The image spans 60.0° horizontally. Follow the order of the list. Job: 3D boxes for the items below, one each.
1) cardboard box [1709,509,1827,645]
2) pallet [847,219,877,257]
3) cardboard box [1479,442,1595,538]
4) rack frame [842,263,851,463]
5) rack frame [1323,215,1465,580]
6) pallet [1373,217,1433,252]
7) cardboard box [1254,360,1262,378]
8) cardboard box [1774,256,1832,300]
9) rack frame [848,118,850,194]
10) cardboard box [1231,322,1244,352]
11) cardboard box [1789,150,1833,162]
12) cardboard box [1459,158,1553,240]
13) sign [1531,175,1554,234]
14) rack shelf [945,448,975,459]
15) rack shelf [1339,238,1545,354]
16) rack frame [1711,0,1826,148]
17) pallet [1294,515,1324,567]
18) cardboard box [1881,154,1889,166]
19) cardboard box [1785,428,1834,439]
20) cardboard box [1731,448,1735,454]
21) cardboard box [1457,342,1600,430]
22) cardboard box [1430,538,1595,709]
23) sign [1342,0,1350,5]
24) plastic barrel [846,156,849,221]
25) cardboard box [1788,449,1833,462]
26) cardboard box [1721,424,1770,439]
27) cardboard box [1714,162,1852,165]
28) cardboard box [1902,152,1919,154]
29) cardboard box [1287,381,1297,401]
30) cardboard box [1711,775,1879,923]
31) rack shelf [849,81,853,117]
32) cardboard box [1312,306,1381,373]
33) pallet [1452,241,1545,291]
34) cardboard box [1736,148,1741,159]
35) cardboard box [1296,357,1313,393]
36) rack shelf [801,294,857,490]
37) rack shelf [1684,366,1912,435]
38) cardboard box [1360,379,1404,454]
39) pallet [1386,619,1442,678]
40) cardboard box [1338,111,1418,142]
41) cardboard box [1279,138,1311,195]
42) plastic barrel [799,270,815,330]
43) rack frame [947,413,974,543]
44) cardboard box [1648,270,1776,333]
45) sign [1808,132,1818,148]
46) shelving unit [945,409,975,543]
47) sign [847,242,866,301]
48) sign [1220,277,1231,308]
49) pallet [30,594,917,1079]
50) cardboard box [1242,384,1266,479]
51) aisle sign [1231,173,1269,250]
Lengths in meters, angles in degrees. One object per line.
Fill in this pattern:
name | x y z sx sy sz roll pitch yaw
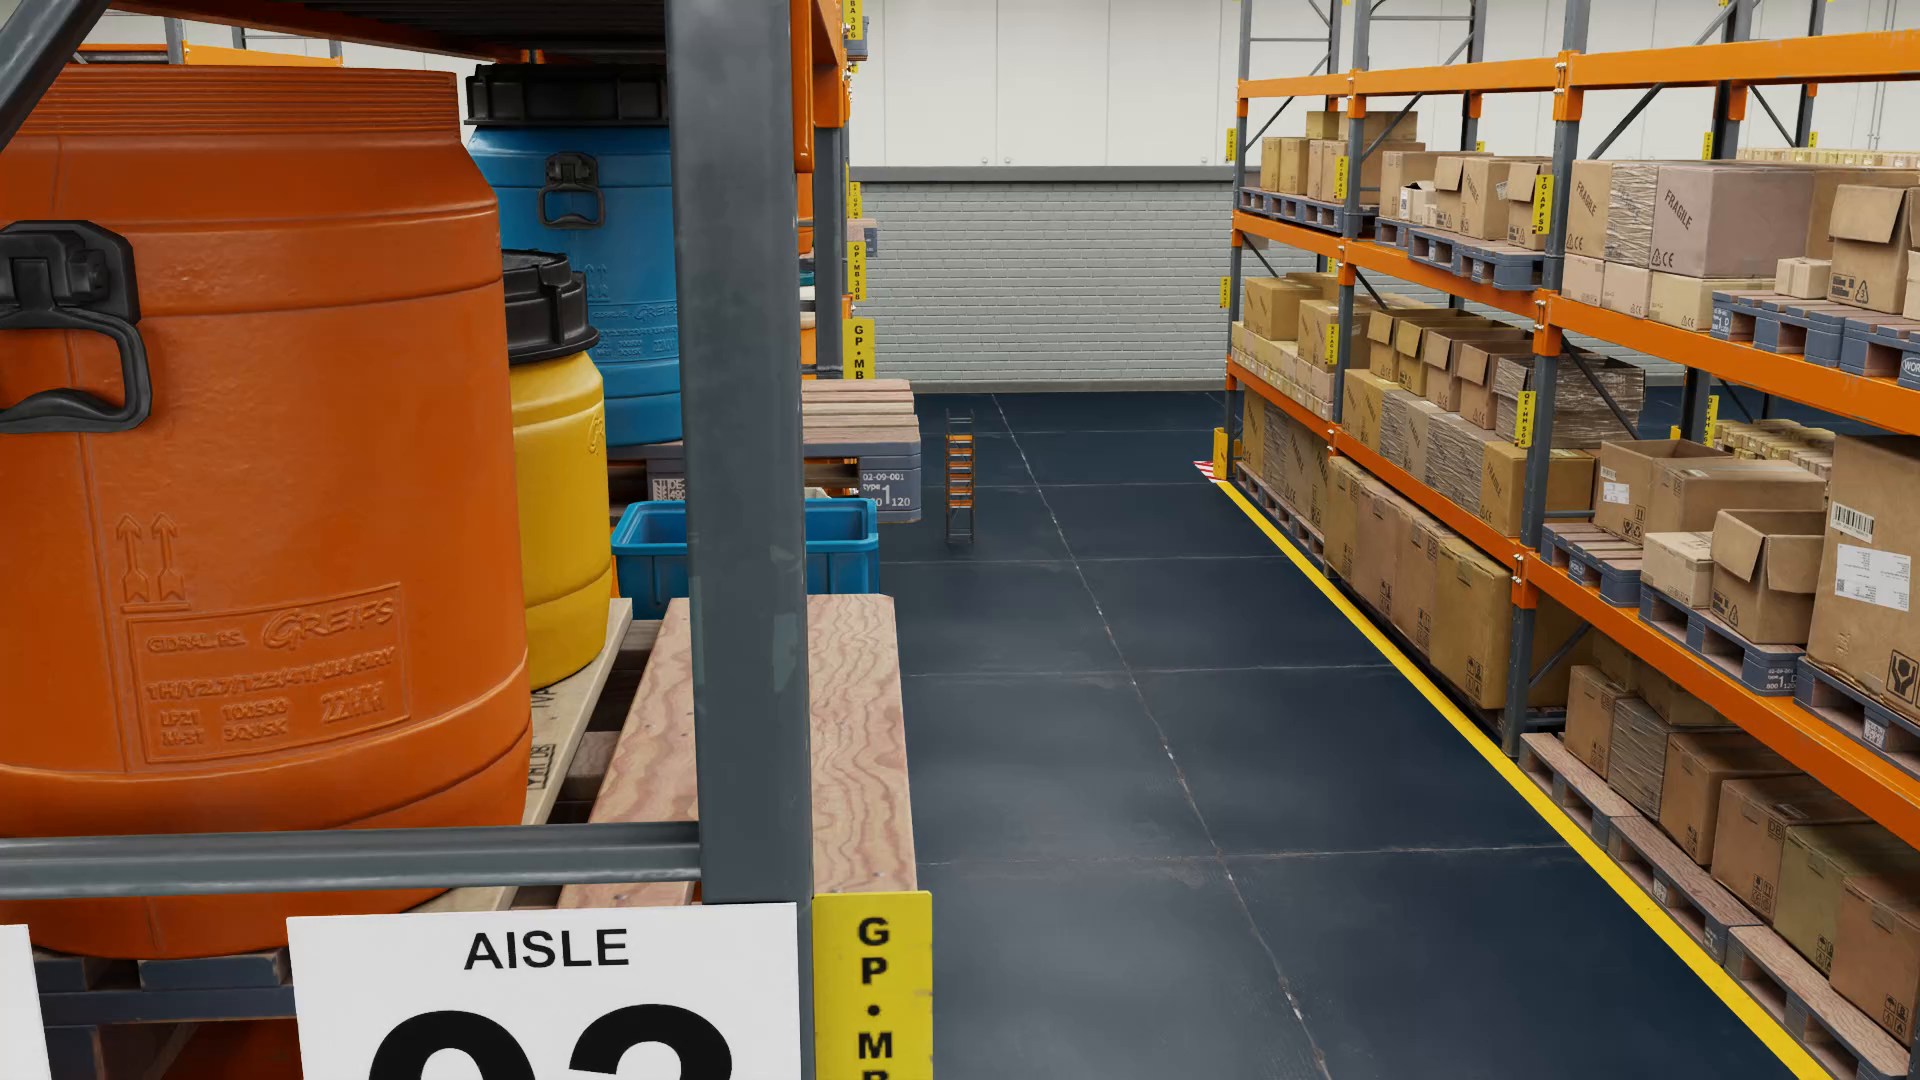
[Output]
cardboard box | 3.873 0.163 7.546 0.797 0.503 0.637 1 14 2
pallet | -1.220 -2.235 12.274 1.213 0.211 1.003 -1 14 -3
cardboard box | 3.547 -0.316 10.257 0.500 0.500 0.500 0 14 -2
rack frame | -1.119 -0.072 9.510 1.000 3.000 0.127 -1 14 -3
rack frame | 3.577 -1.143 13.674 1.000 3.000 0.127 -1 14 -3
pallet | 3.683 -2.276 12.440 0.805 0.209 1.217 -1 15 -6
cardboard box | 3.087 -1.667 16.215 0.380 0.149 0.250 -1 14 -5
cardboard box | 3.857 -1.161 7.350 0.380 0.166 0.250 -1 14 -5
rack frame | -1.614 -4.967 16.495 1.000 3.000 0.127 -1 14 -3
cardboard box | 3.089 -2.086 17.041 0.500 0.250 0.500 -1 14 -5
cardboard box | 8.078 -3.598 15.693 0.380 0.149 0.250 0 14 -2
cardboard box | 3.574 -2.217 10.783 0.500 0.500 0.500 0 14 0
sign | 3.270 -1.883 9.334 0.100 0.325 0.005 -1 14 -3
rack shelf | 0.001 -0.767 15.038 0.258 0.103 0.180 -1 14 -3
rack shelf | 3.701 -1.750 11.456 1.077 0.370 4.000 -1 14 -3
rack frame | 8.286 -5.095 16.992 1.000 3.000 0.127 -1 14 -3
pallet | 3.608 0.017 14.761 1.003 0.211 1.213 -1 14 -3
cardboard box | 8.259 -3.276 14.442 0.380 0.149 0.250 0 14 -1
cardboard box | 8.673 -1.047 16.983 0.380 0.149 0.250 -1 14 -5
cardboard box | 8.126 -0.893 16.984 0.380 0.149 0.250 -1 14 -3
cardboard box | 3.758 -1.027 11.007 0.797 0.503 0.637 -1 14 -2
cardboard box | 3.803 0.505 10.688 1.225 0.875 0.875 -2 15 -6
sign | 3.872 -5.539 16.685 0.100 0.325 0.005 -1 14 -3
plastic barrel | -1.107 -2.590 12.057 0.600 0.588 0.600 0 14 0
cardboard box | 8.192 -0.777 15.934 0.380 0.149 0.250 -1 14 -3
cardboard box | 8.116 -1.098 17.182 0.380 0.149 0.250 -1 14 -2
cardboard box | 4.147 -1.650 8.417 0.500 0.500 0.500 -1 14 -4
cardboard box | 8.724 -3.414 14.975 0.380 0.149 0.250 0 14 -1
cardboard box | 3.167 -1.348 14.975 0.380 0.149 0.250 -1 14 -2
cardboard box | 4.010 1.433 7.795 0.700 0.500 0.500 -2 15 -8
rack shelf | -1.490 -3.927 14.701 1.077 0.370 4.000 -1 14 -3
cardboard box | 3.282 -1.688 13.990 0.500 0.500 0.500 0 14 -2
pallet | 3.732 -1.669 10.076 1.213 0.211 1.003 0 14 -1
cardboard box | 8.079 -3.921 16.946 0.380 0.149 0.250 -1 14 -4
cardboard box | 3.253 -1.449 14.566 0.500 0.250 0.500 0 14 -2
rack shelf | -0.995 -0.679 7.293 1.077 0.370 4.000 -1 14 -3
rack shelf | 8.410 -1.344 15.896 1.077 0.370 4.000 -1 14 -3
cardboard box | 3.388 -0.948 12.716 0.500 0.500 0.500 -1 14 -3
pallet | 3.779 0.702 12.098 1.003 0.211 1.213 -1 14 -3
cardboard box | 3.525 -3.493 14.039 0.500 0.250 0.500 -2 15 -7
cardboard box | 3.410 -3.493 15.541 0.700 0.500 0.500 -2 15 -7
plastic barrel | -0.807 -1.145 7.938 0.301 0.262 0.301 0 14 0
rack frame | 0.007 -0.555 14.998 0.240 1.200 0.006 -1 14 -3
cardboard box | 3.673 -1.152 7.990 0.500 0.250 0.500 -1 14 -2
sign | 8.841 -4.075 17.270 0.100 0.325 0.005 -1 14 -3
shelving unit | 0.001 -0.577 15.087 0.258 1.200 0.189 -1 14 -3
sign | -0.570 -1.484 9.189 0.100 0.325 0.005 -1 14 -3
sign | 2.775 -2.589 17.395 0.100 0.325 0.005 -1 14 -3
pallet | -0.577 0.349 2.232 1.003 0.211 1.213 -1 14 -3
cardboard box | 3.449 -1.154 17.139 0.875 0.875 0.875 -1 14 -3
aisle sign | 3.025 -3.410 17.268 0.394 0.787 0.004 -1 14 -3
